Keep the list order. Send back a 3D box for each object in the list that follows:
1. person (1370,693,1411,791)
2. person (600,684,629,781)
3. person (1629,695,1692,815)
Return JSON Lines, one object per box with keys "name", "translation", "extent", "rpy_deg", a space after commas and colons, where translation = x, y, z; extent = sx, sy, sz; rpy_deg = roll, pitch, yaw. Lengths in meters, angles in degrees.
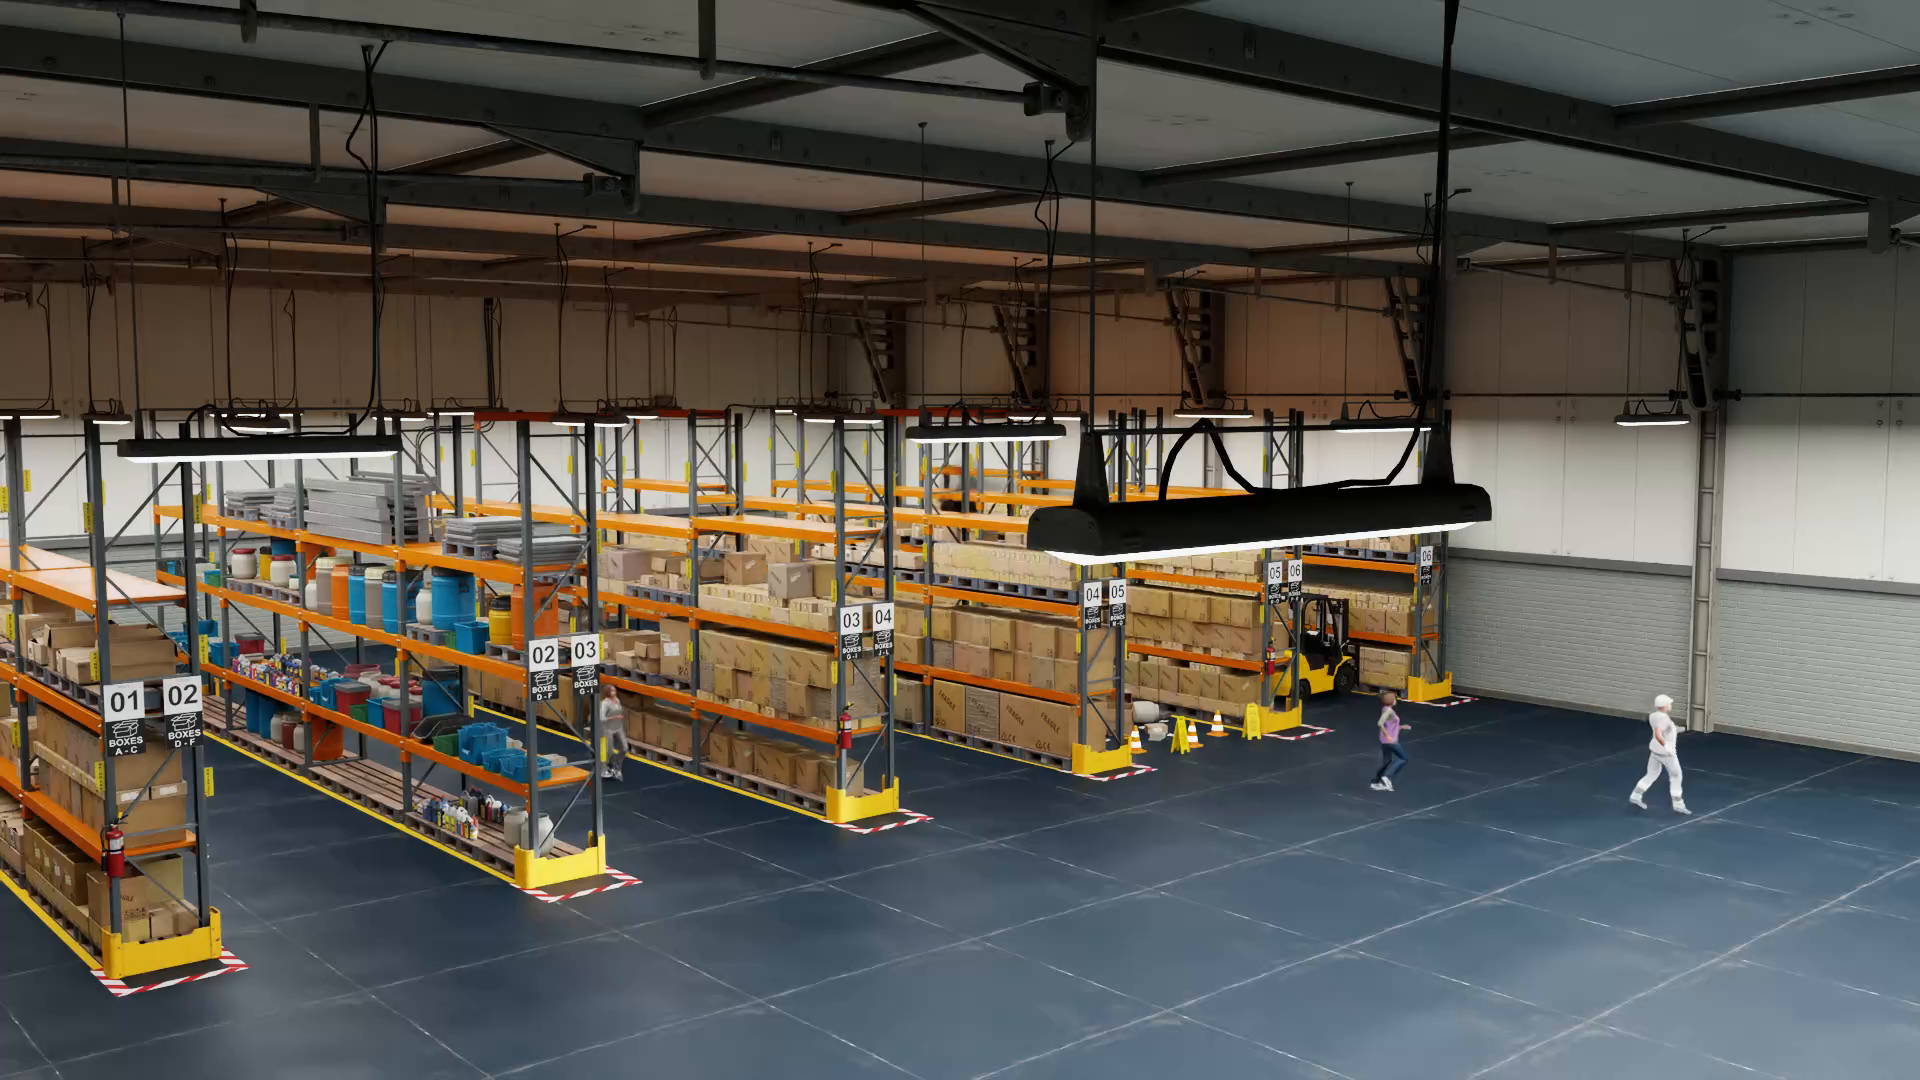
{"name": "person", "translation": [6.853, 3.214, 26.433], "extent": [0.639, 1.553, 0.516], "rpy_deg": [0, 5, 1]}
{"name": "person", "translation": [-5.660, 3.149, 27.184], "extent": [0.639, 1.608, 0.517], "rpy_deg": [4, 7, 40]}
{"name": "person", "translation": [10.546, 3.220, 24.970], "extent": [0.925, 1.810, 0.655], "rpy_deg": [-1, 5, -8]}
